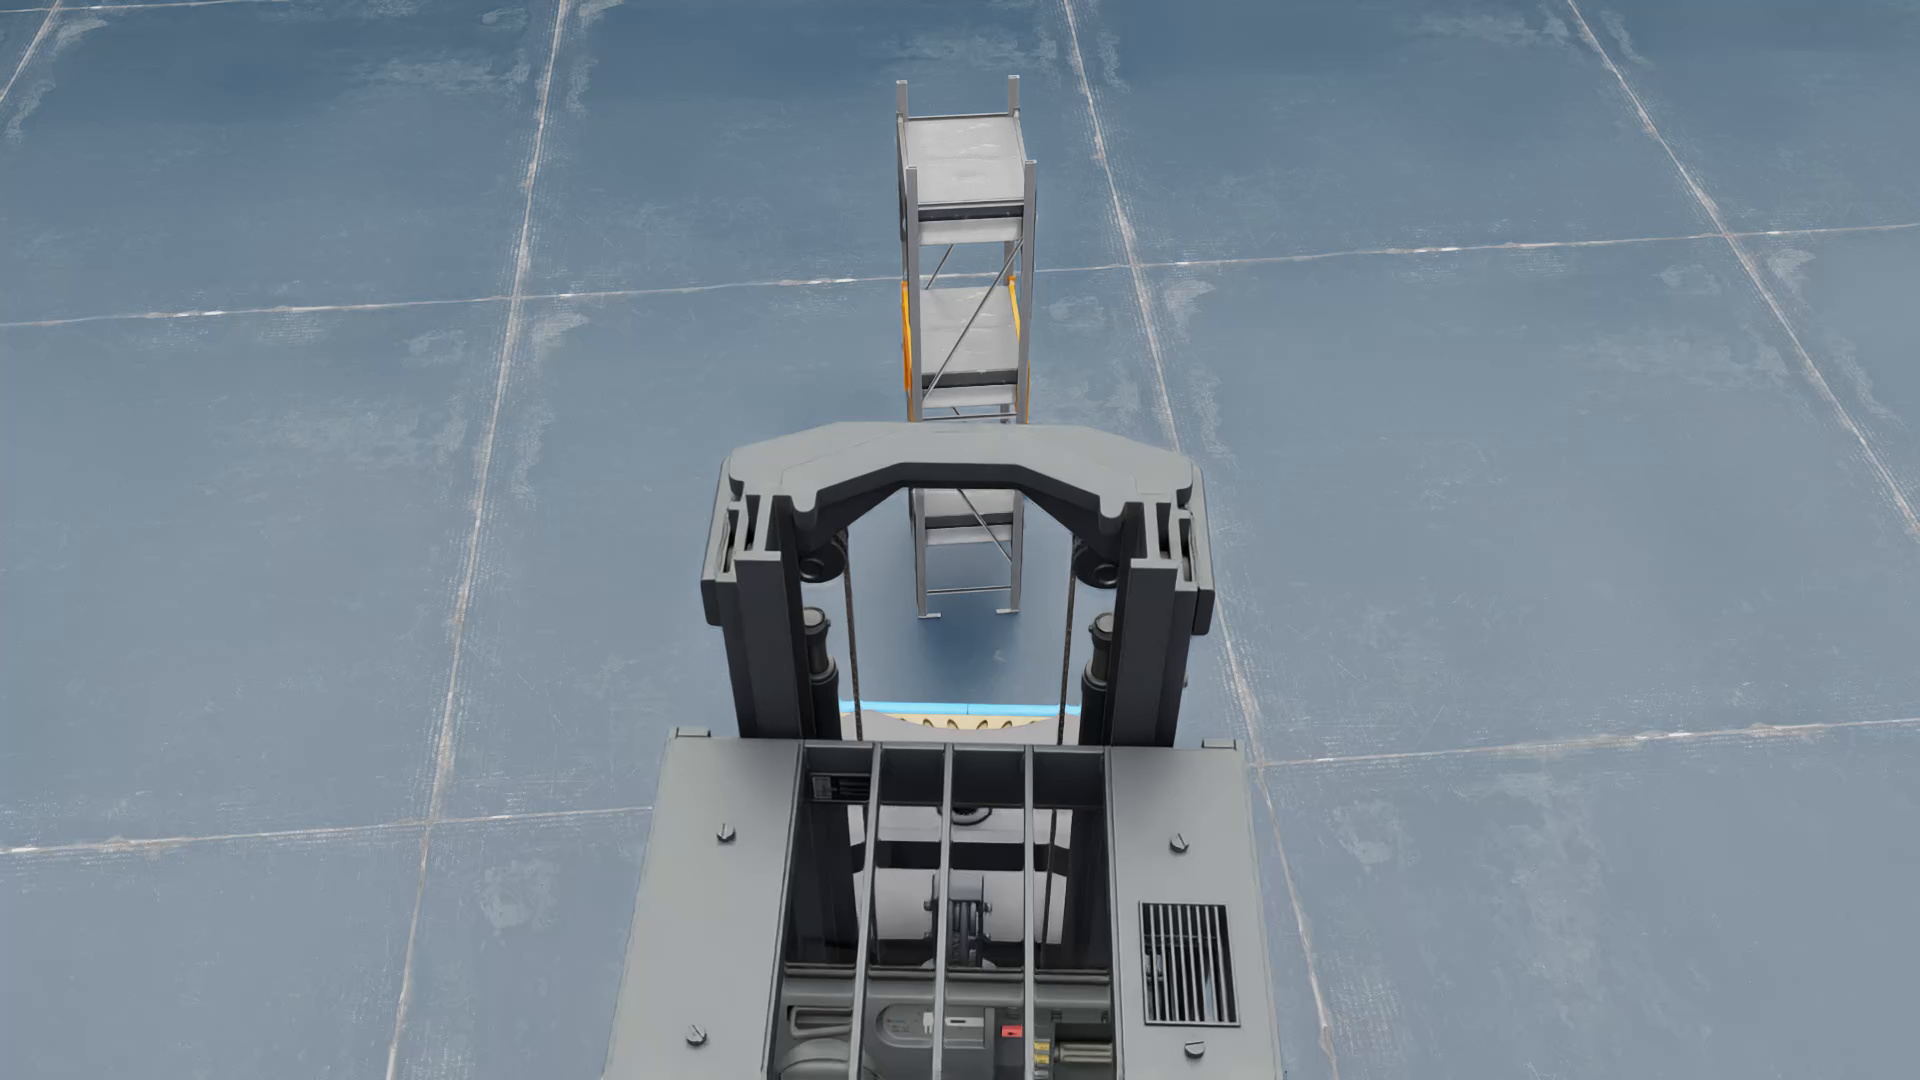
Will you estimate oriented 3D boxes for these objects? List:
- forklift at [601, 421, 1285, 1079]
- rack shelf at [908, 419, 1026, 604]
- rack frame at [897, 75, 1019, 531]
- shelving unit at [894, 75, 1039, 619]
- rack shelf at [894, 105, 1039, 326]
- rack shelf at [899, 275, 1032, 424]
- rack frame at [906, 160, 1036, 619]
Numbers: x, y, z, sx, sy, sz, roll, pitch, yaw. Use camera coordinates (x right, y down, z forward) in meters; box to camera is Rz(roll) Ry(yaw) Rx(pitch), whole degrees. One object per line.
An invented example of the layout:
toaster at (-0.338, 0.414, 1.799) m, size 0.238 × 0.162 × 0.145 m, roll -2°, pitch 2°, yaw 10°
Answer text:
forklift at (-0.017, 1.289, 3.647) m, size 1.130 × 2.935 × 3.031 m, roll 1°, pitch 47°, yaw 1°
rack shelf at (0.014, -0.112, 6.529) m, size 0.431 × 0.518 × 0.480 m, roll -3°, pitch 47°, yaw -3°
rack frame at (-0.007, -0.779, 6.178) m, size 0.400 × 2.100 × 0.015 m, roll -3°, pitch 47°, yaw -3°
shelving unit at (0.014, -0.602, 6.011) m, size 0.431 × 2.100 × 0.503 m, roll -3°, pitch 47°, yaw -3°
rack shelf at (0.014, -1.074, 5.512) m, size 0.431 × 0.518 × 0.480 m, roll -3°, pitch 47°, yaw -3°
rack shelf at (0.014, -0.593, 6.021) m, size 0.431 × 0.518 × 0.480 m, roll -3°, pitch 47°, yaw -3°
rack frame at (0.034, -0.426, 5.844) m, size 0.400 × 2.100 × 0.015 m, roll -3°, pitch 47°, yaw -3°
